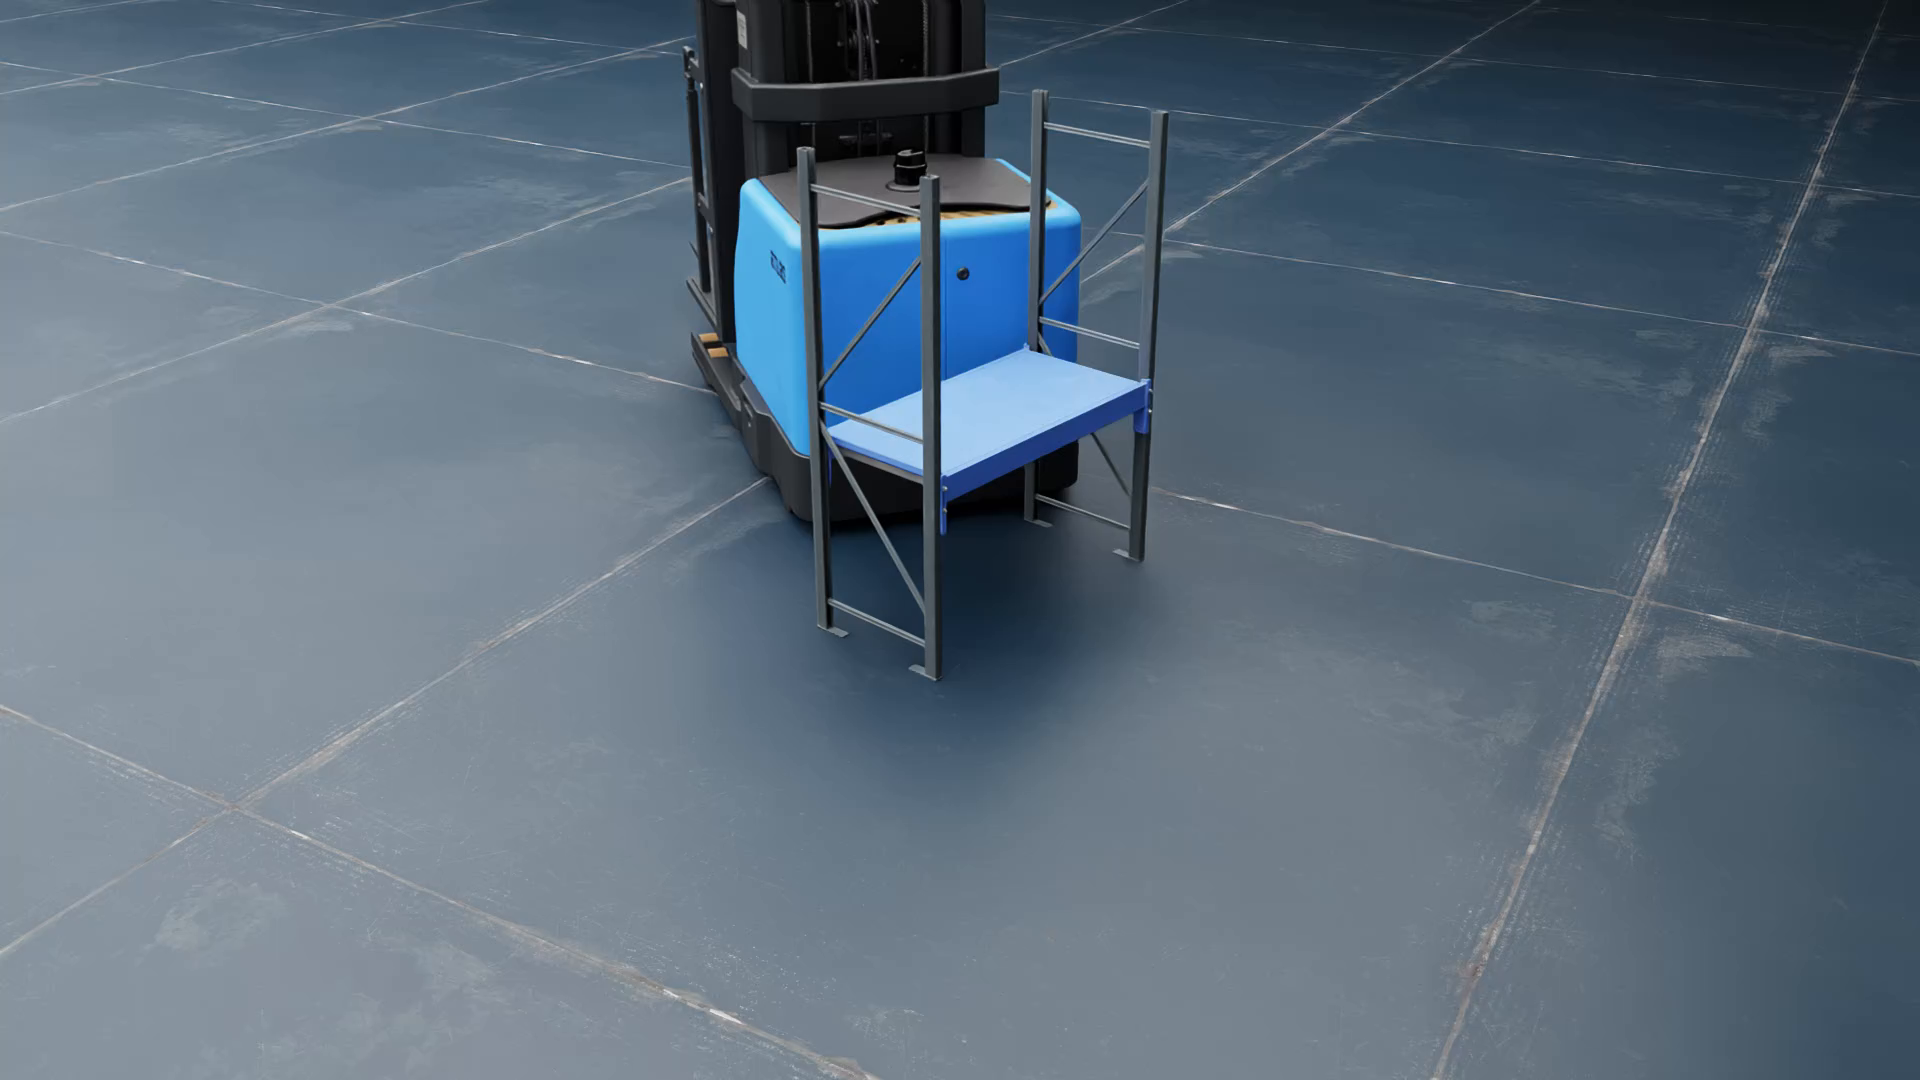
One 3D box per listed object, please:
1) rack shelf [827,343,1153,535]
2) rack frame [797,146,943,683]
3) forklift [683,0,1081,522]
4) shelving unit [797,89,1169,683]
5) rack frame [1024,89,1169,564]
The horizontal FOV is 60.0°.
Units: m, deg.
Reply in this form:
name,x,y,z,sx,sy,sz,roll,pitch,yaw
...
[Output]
name,x,y,z,sx,sy,sz,roll,pitch,yaw
rack shelf,0.087,-0.338,5.152,0.538,0.185,1.000,22,34,36
rack frame,-0.249,-0.328,4.730,0.500,1.500,0.032,22,34,36
forklift,-0.527,-2.009,6.490,1.130,2.935,3.031,-9,28,-17
shelving unit,0.087,-0.499,5.071,0.538,1.500,1.048,22,34,36
rack frame,0.423,-0.670,5.412,0.500,1.500,0.032,22,34,36
